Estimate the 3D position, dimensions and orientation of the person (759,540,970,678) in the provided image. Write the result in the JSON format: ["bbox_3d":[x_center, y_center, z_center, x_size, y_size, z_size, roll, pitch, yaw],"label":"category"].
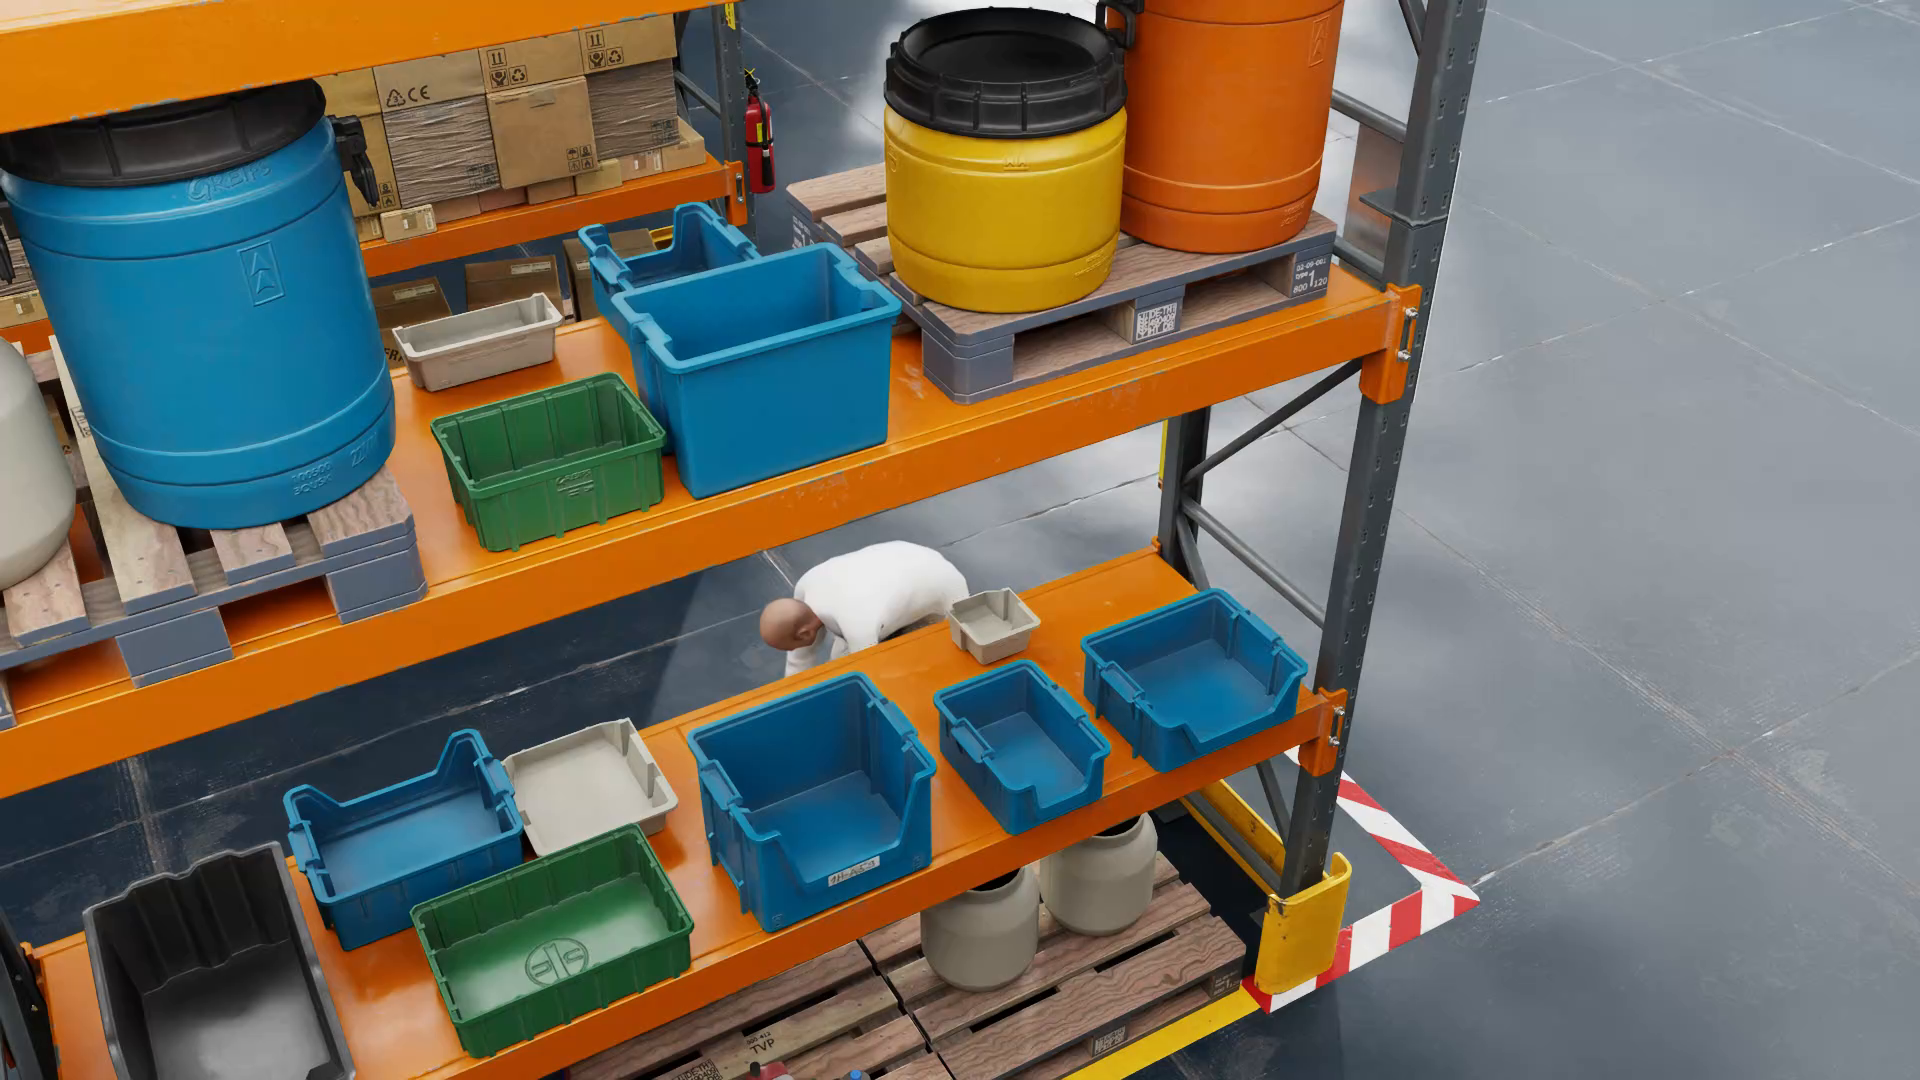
[{"bbox_3d":[-0.383,0.526,6.841,0.942,1.049,0.593,-23,42,-28],"label":"person"}]
